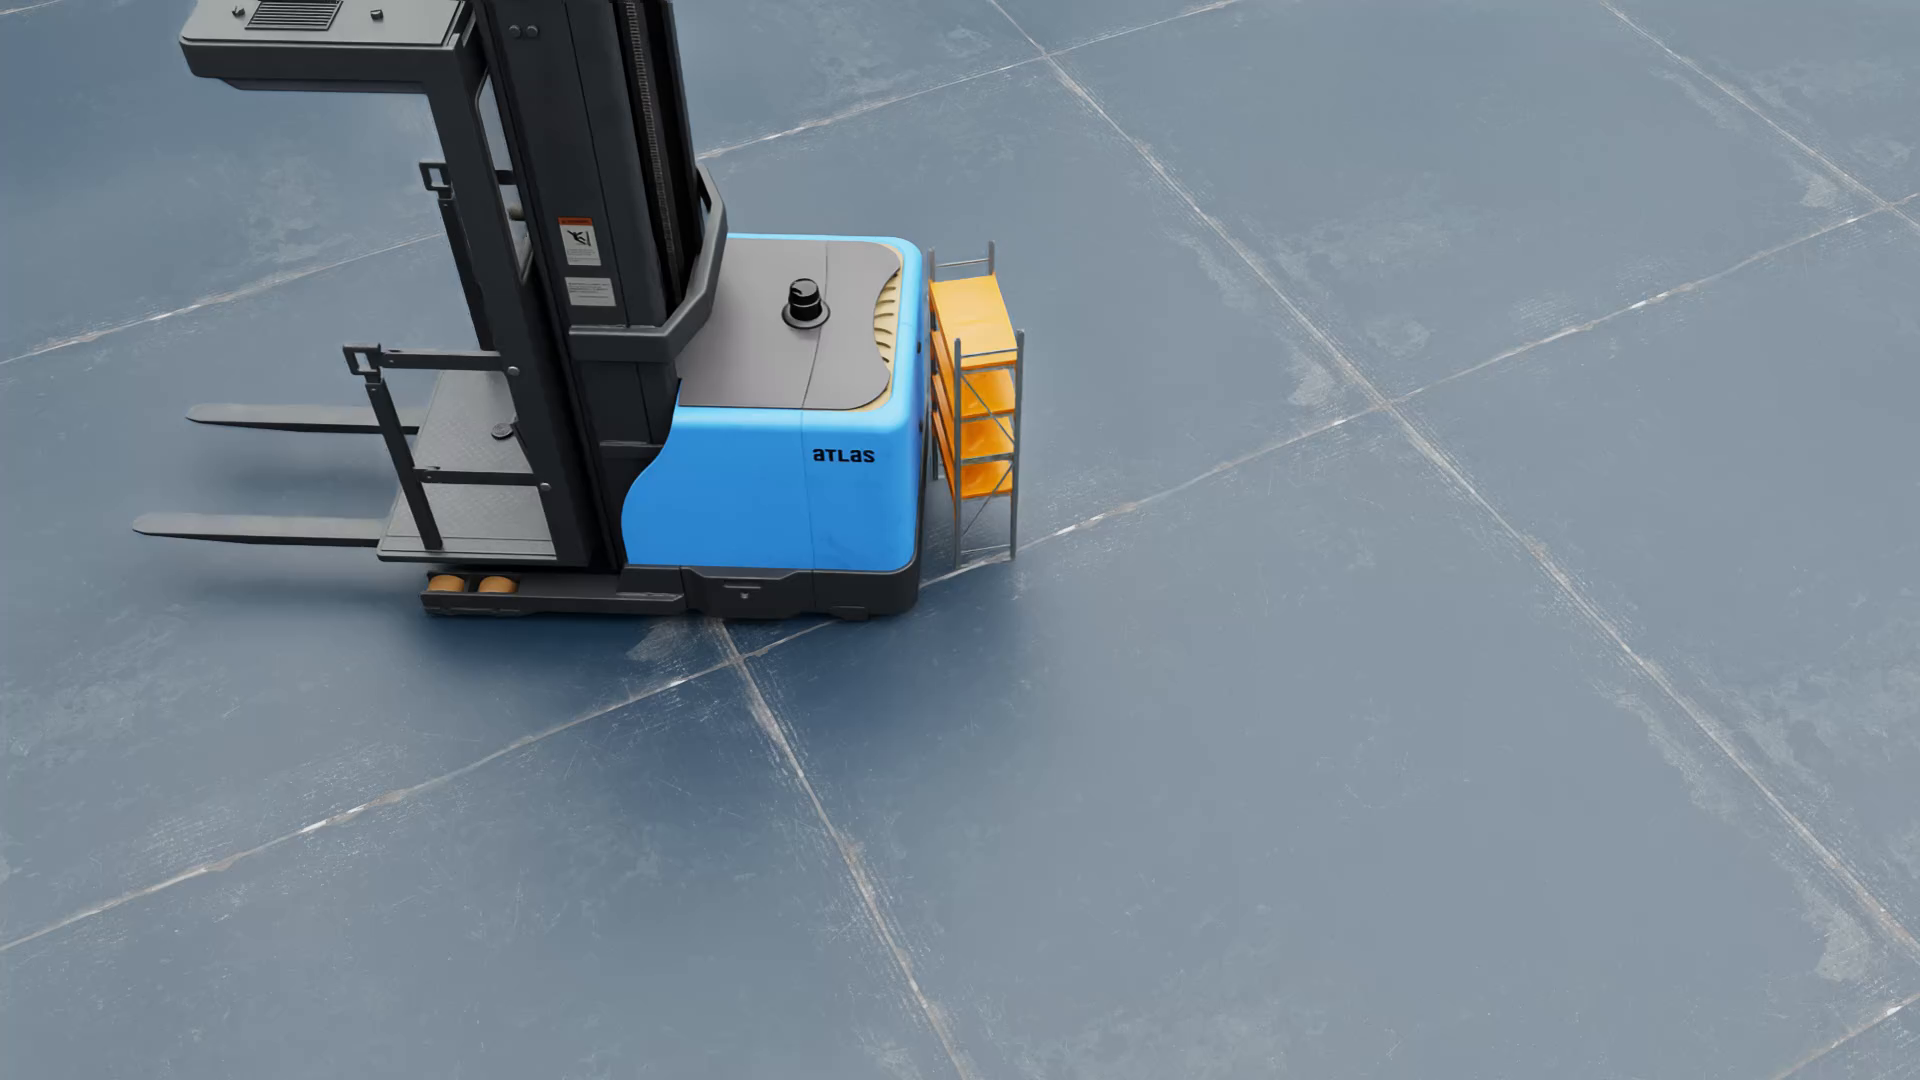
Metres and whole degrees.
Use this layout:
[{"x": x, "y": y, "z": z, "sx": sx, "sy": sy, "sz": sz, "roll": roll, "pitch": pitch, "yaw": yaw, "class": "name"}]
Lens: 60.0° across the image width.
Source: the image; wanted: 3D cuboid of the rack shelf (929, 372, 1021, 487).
[{"x": 0.054, "y": -0.439, "z": 6.319, "sx": 0.258, "sy": 0.148, "sz": 0.480, "roll": -8, "pitch": 49, "yaw": -7, "class": "rack shelf"}]

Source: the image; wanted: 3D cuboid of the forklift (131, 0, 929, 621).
[{"x": -1.659, "y": -1.068, "z": 5.630, "sx": 3.031, "sy": 2.935, "sz": 1.130, "roll": 2, "pitch": 49, "yaw": 1, "class": "forklift"}]

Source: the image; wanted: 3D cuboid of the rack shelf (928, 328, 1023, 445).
[{"x": 0.054, "y": -0.586, "z": 6.150, "sx": 0.258, "sy": 0.148, "sz": 0.480, "roll": -8, "pitch": 49, "yaw": -7, "class": "rack shelf"}]

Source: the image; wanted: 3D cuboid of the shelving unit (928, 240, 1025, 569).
[{"x": 0.054, "y": -0.483, "z": 6.268, "sx": 0.258, "sy": 1.200, "sz": 0.503, "roll": -8, "pitch": 49, "yaw": -7, "class": "shelving unit"}]

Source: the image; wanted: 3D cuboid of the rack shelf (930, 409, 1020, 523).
[{"x": 0.054, "y": -0.308, "z": 6.468, "sx": 0.258, "sy": 0.148, "sz": 0.480, "roll": -8, "pitch": 49, "yaw": -7, "class": "rack shelf"}]

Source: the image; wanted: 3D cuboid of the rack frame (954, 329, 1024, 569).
[{"x": 0.100, "y": -0.303, "z": 6.110, "sx": 0.240, "sy": 1.200, "sz": 0.015, "roll": -8, "pitch": 49, "yaw": -7, "class": "rack frame"}]

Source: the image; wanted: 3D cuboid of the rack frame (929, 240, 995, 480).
[{"x": 0.007, "y": -0.663, "z": 6.426, "sx": 0.240, "sy": 1.200, "sz": 0.015, "roll": -8, "pitch": 49, "yaw": -7, "class": "rack frame"}]

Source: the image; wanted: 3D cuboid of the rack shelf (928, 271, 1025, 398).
[{"x": 0.054, "y": -0.742, "z": 5.972, "sx": 0.258, "sy": 0.148, "sz": 0.480, "roll": -8, "pitch": 49, "yaw": -7, "class": "rack shelf"}]
